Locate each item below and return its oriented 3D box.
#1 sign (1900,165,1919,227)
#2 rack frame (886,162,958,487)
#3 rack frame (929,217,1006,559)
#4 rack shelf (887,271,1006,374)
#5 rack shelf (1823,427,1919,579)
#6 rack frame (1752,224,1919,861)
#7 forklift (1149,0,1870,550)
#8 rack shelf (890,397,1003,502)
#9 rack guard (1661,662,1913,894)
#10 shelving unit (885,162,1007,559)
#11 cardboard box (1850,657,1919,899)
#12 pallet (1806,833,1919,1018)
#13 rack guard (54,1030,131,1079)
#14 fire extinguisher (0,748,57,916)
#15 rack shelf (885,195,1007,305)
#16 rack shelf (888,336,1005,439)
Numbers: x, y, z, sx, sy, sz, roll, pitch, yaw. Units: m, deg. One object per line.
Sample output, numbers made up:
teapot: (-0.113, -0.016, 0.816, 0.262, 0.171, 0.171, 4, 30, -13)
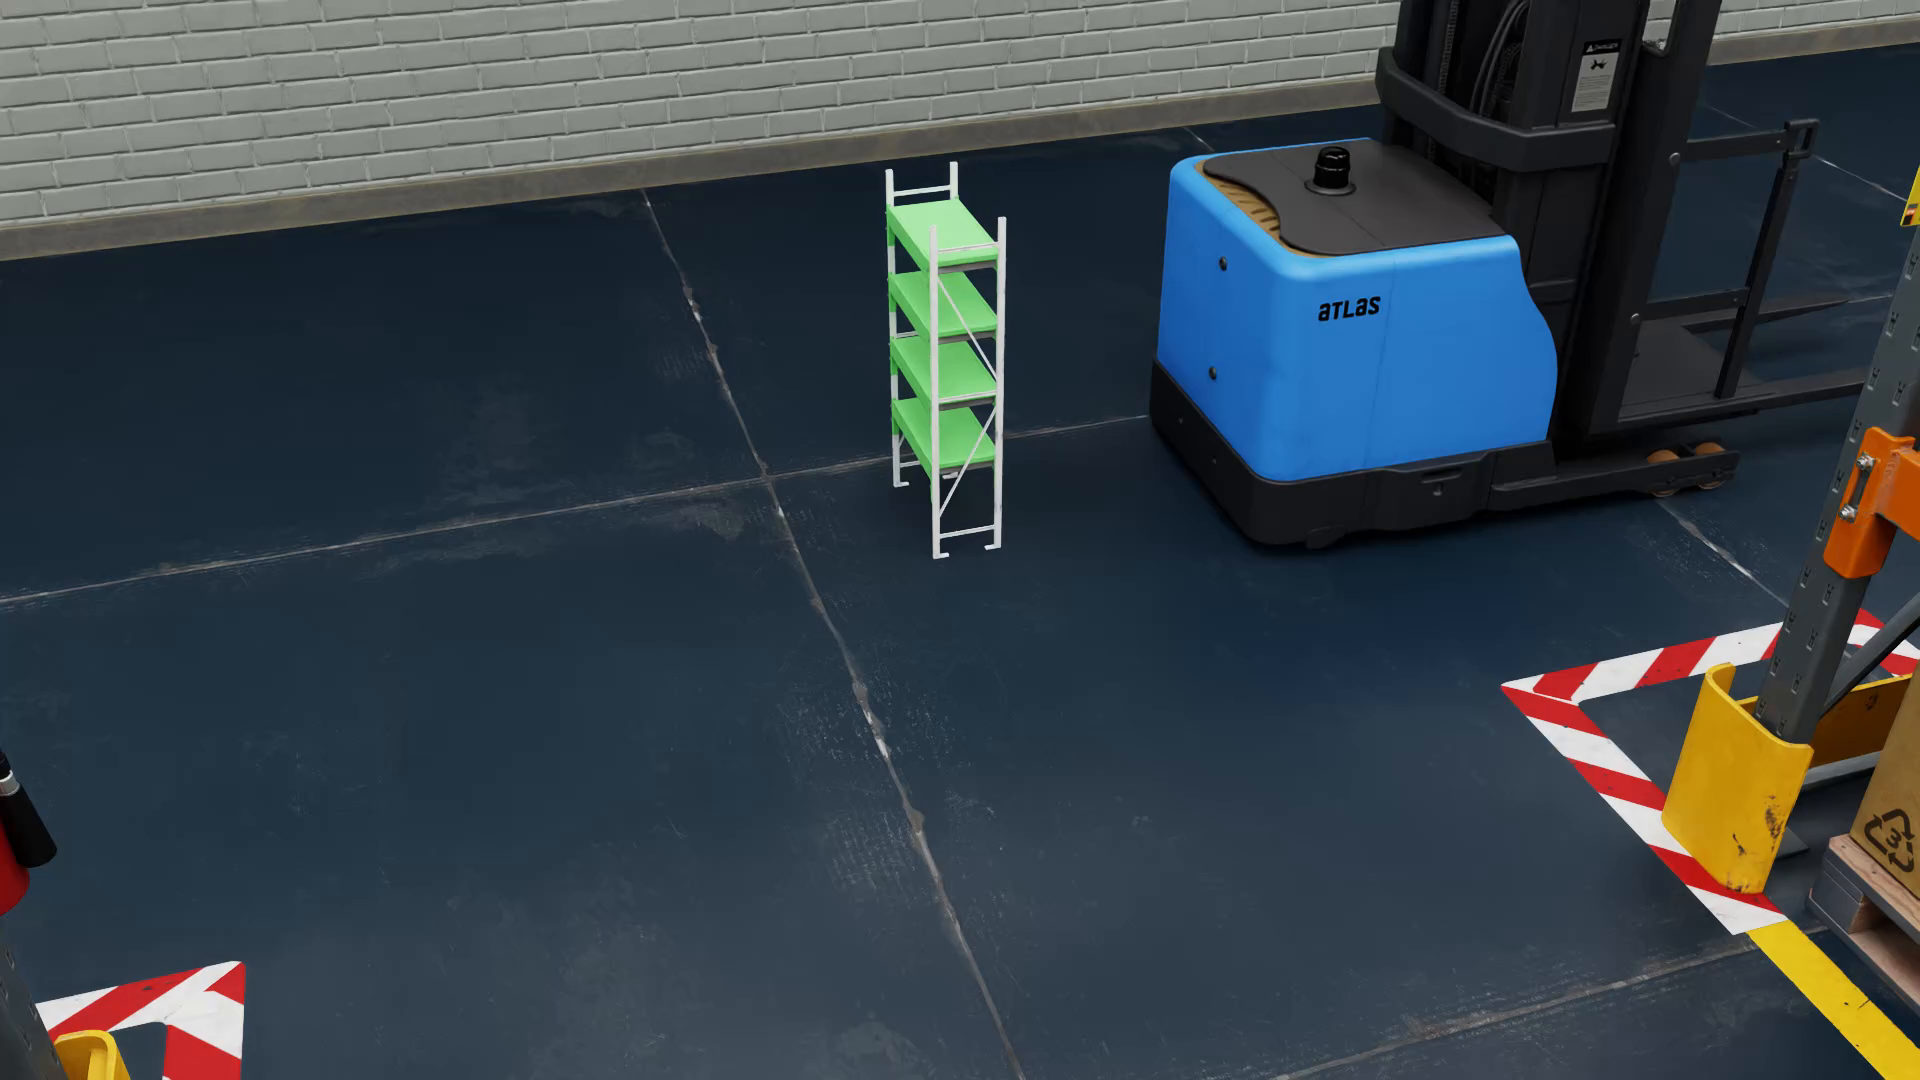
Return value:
sign: (2.000, -0.795, 3.375, 0.100, 0.325, 0.005, -10, 35, -15)
rack frame: (-0.125, -0.716, 5.745, 0.240, 1.200, 0.015, -10, 35, -15)
rack frame: (0.024, -0.459, 5.357, 0.240, 1.200, 0.015, -10, 35, -15)
rack shelf: (-0.050, -0.734, 5.454, 0.258, 0.148, 0.480, -10, 35, -15)
rack shelf: (3.140, 0.859, 2.382, 1.077, 0.370, 4.000, -10, 35, -15)
rack frame: (2.530, -0.491, 3.772, 1.000, 3.000, 0.127, -10, 35, -15)
forklift: (2.297, -1.646, 5.583, 3.031, 2.935, 1.130, -9, 35, -14)
rack shelf: (-0.050, -0.334, 5.718, 0.258, 0.148, 0.480, -10, 35, -15)
rack guard: (2.523, 0.539, 4.481, 1.175, 0.500, 0.348, -10, 35, -15)
shelving unit: (-0.050, -0.587, 5.551, 0.258, 1.200, 0.503, -10, 35, -15)
cardboard box: (2.802, 0.543, 3.754, 0.875, 0.875, 0.875, -10, 35, -15)
pallet: (2.849, 1.079, 3.926, 1.003, 0.211, 1.213, -10, 35, -15)
rack guard: (-2.206, 1.374, 3.217, 1.175, 0.500, 0.348, -10, 35, -15)
fire extinguisher: (-1.800, 0.374, 2.871, 0.296, 0.674, 0.183, -10, 35, -15)
rack shelf: (-0.050, -0.935, 5.321, 0.258, 0.148, 0.480, -10, 35, -15)
rack shelf: (-0.050, -0.534, 5.586, 0.258, 0.148, 0.480, -10, 35, -15)
